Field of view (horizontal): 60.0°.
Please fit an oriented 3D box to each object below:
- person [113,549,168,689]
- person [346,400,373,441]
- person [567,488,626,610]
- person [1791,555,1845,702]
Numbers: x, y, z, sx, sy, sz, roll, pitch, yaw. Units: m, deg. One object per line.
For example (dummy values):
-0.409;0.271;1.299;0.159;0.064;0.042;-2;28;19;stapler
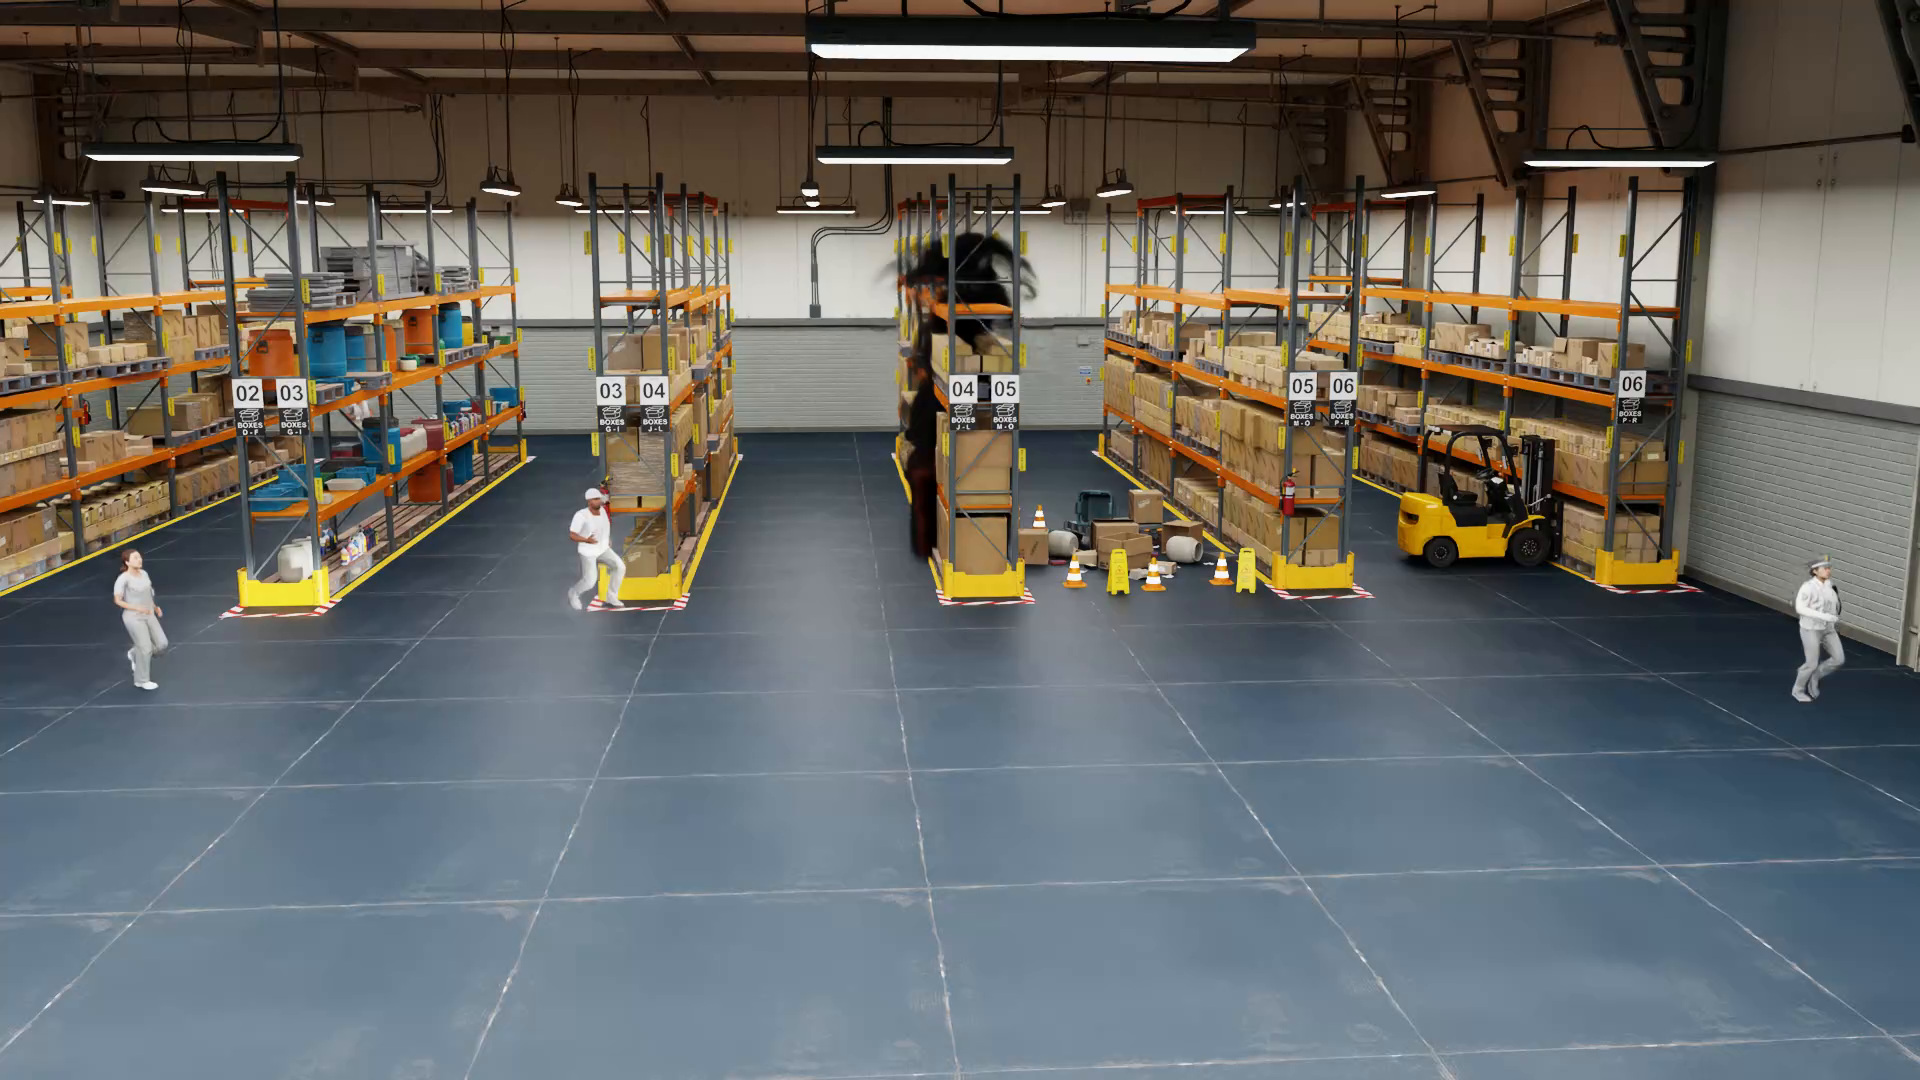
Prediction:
-9.373;0.897;18.988;0.567;1.629;0.565;3;11;18;person
-13.955;-2.678;38.900;0.718;1.708;0.536;-7;12;-34;person
-4.900;0.139;22.236;0.996;1.680;0.702;8;13;40;person
9.453;0.984;18.268;0.671;1.669;0.562;-4;11;-21;person
